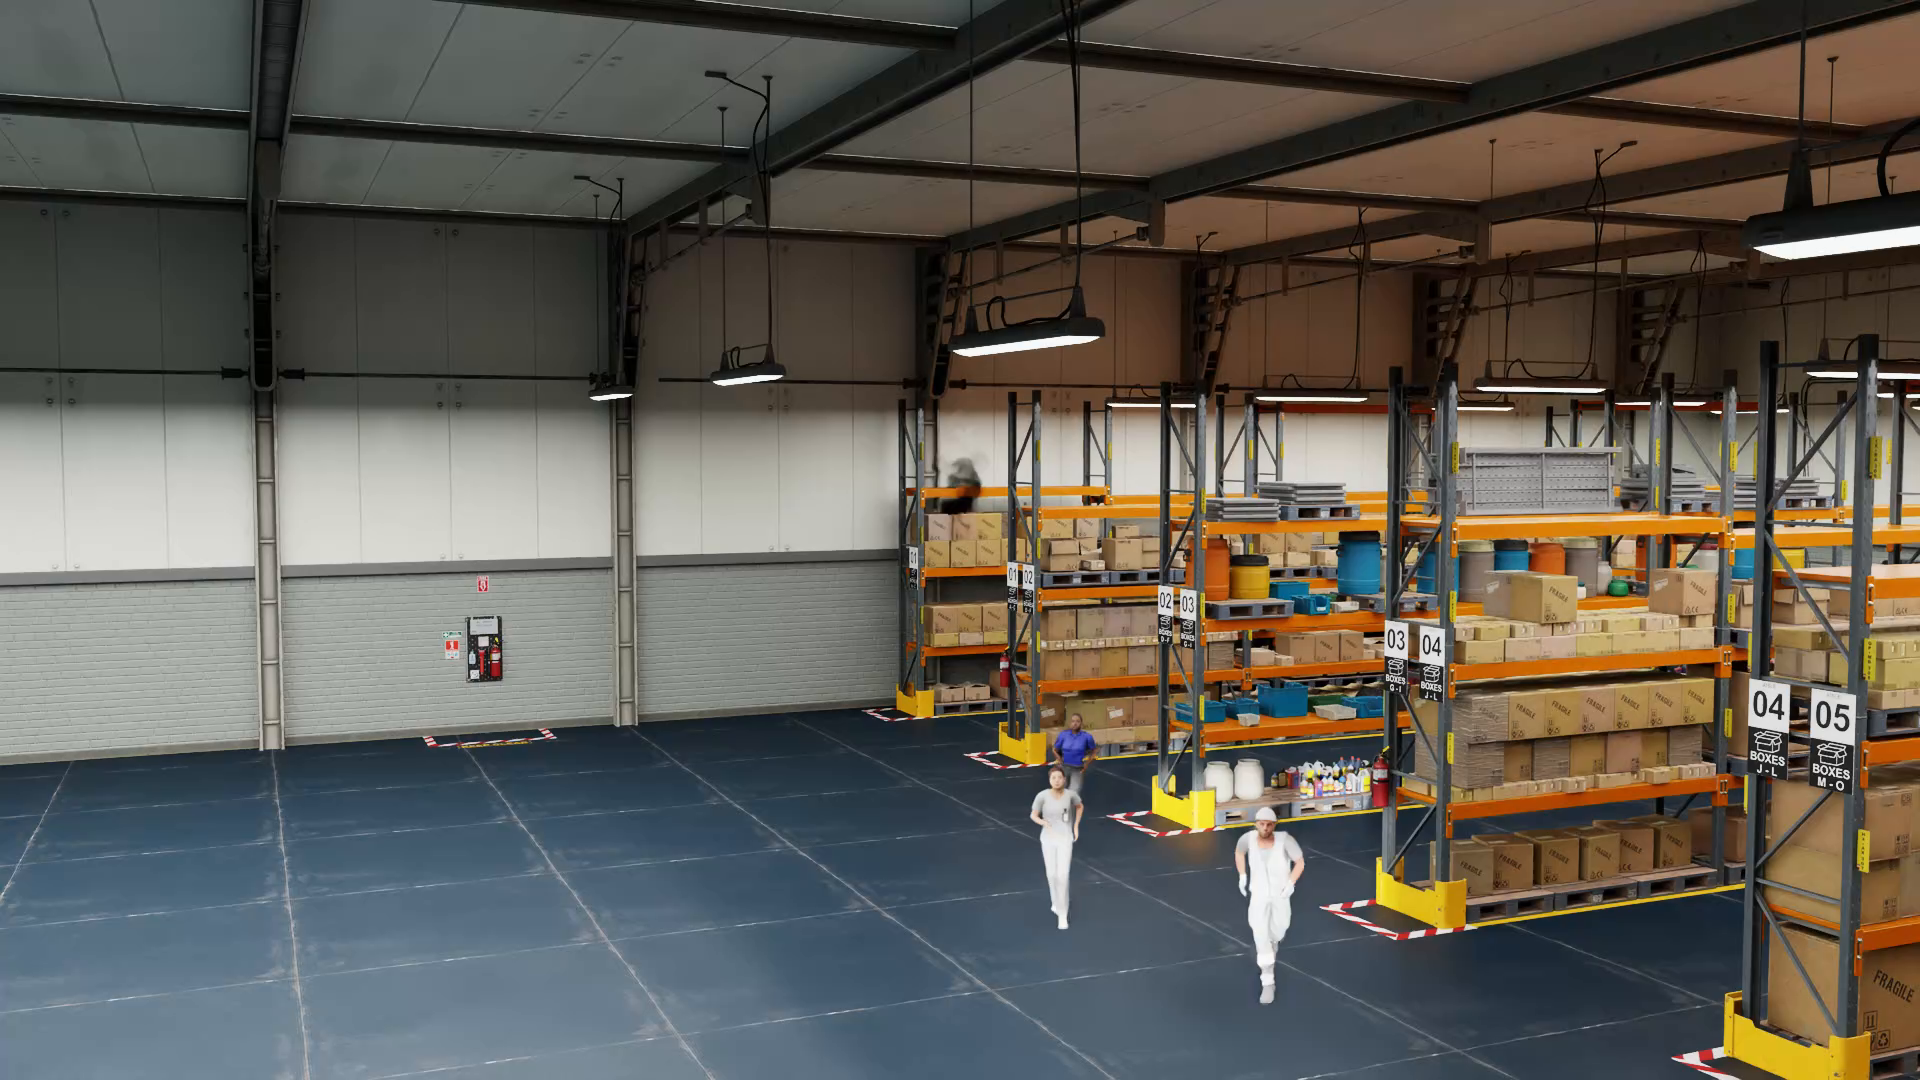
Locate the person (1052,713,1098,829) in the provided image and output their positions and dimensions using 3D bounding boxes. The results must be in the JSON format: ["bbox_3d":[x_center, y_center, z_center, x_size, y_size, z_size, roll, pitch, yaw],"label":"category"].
[{"bbox_3d":[1.489,3.077,21.857,0.591,1.608,0.591,1,3,12],"label":"person"}]

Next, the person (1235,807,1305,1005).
[{"bbox_3d":[2.935,3.368,15.776,0.659,1.772,1.107,1,3,13],"label":"person"}]

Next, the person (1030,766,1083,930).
[{"bbox_3d":[1.041,3.287,17.945,0.551,1.722,0.759,1,3,9],"label":"person"}]
